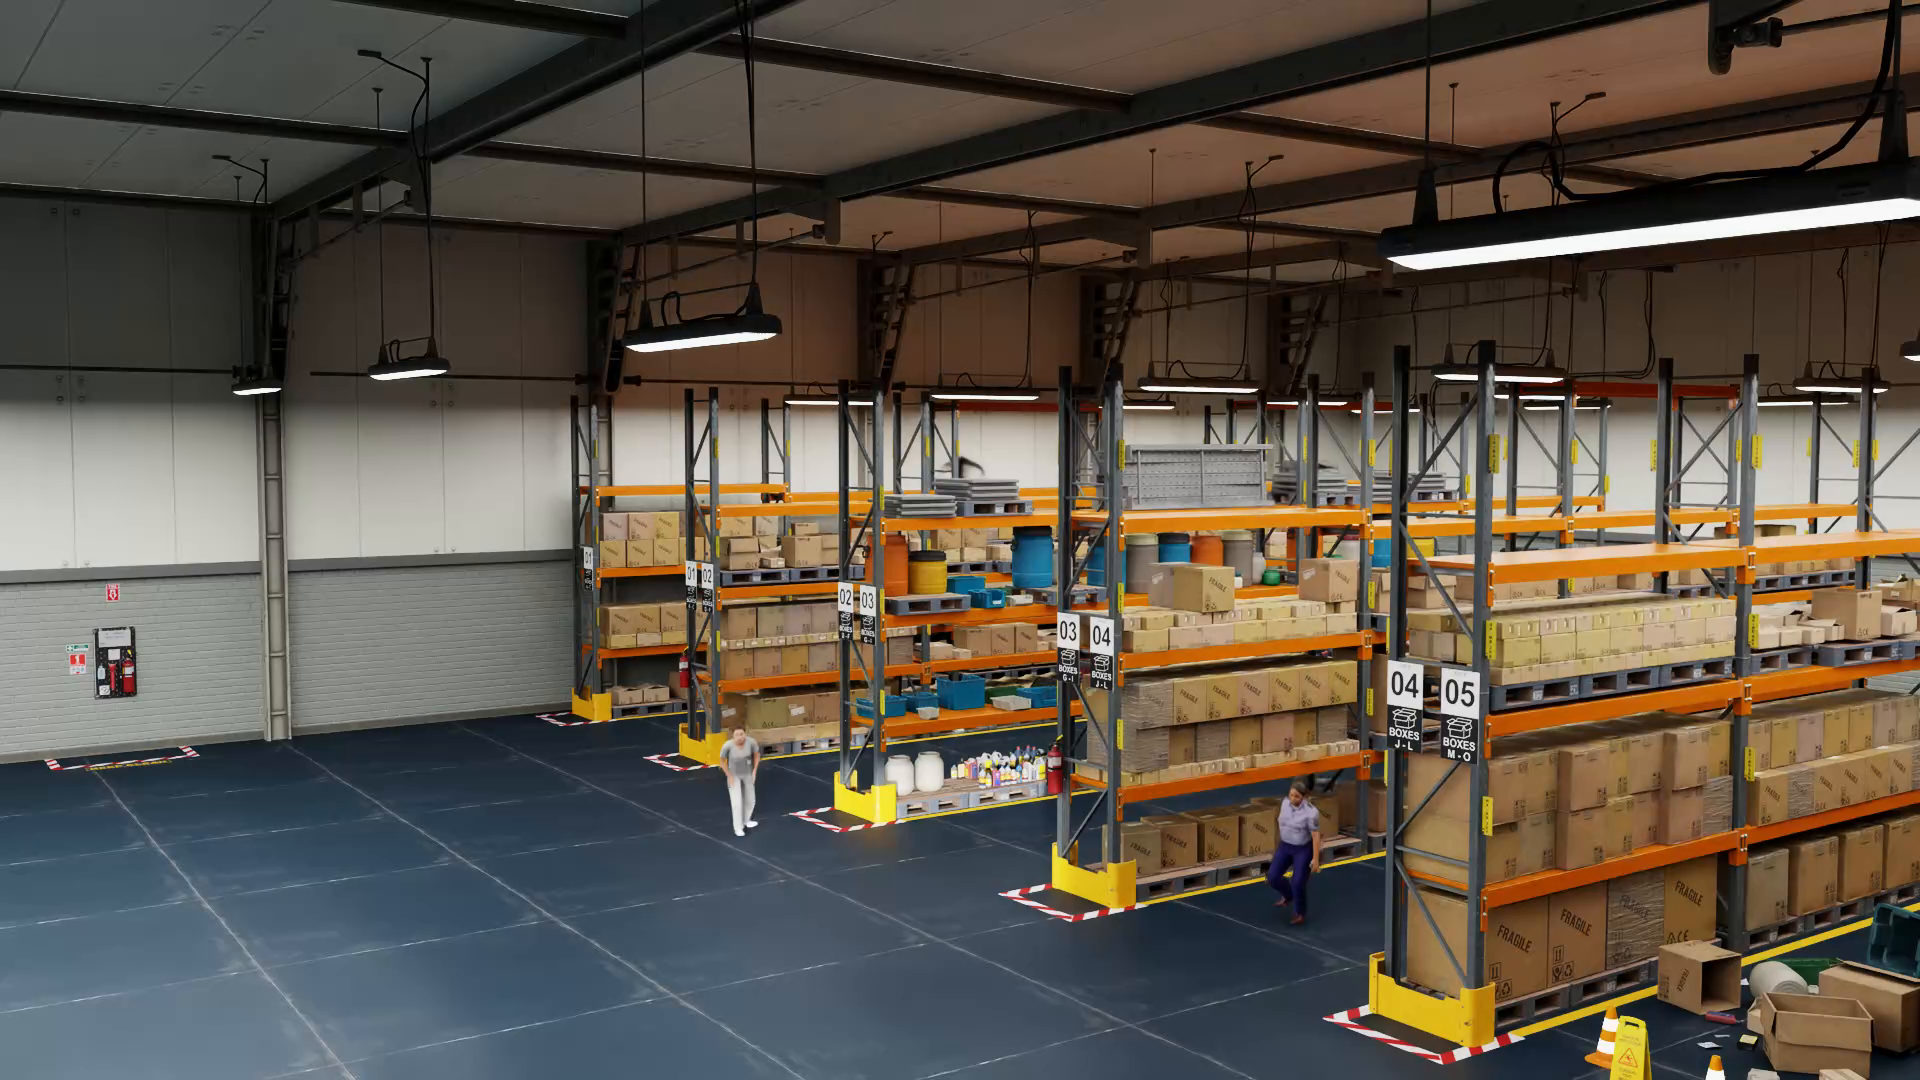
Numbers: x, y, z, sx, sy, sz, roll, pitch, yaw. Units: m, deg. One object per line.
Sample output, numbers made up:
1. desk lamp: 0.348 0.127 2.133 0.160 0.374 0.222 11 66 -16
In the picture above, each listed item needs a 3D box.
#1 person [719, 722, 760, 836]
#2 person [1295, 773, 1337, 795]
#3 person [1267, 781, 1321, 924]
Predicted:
1. person: -2.872 3.093 21.739 0.620 1.531 0.828 -2 4 -25
2. person: 4.908 3.066 23.155 0.844 1.425 0.555 -1 4 -21
3. person: 3.603 3.307 17.754 0.744 1.568 0.603 3 5 43
